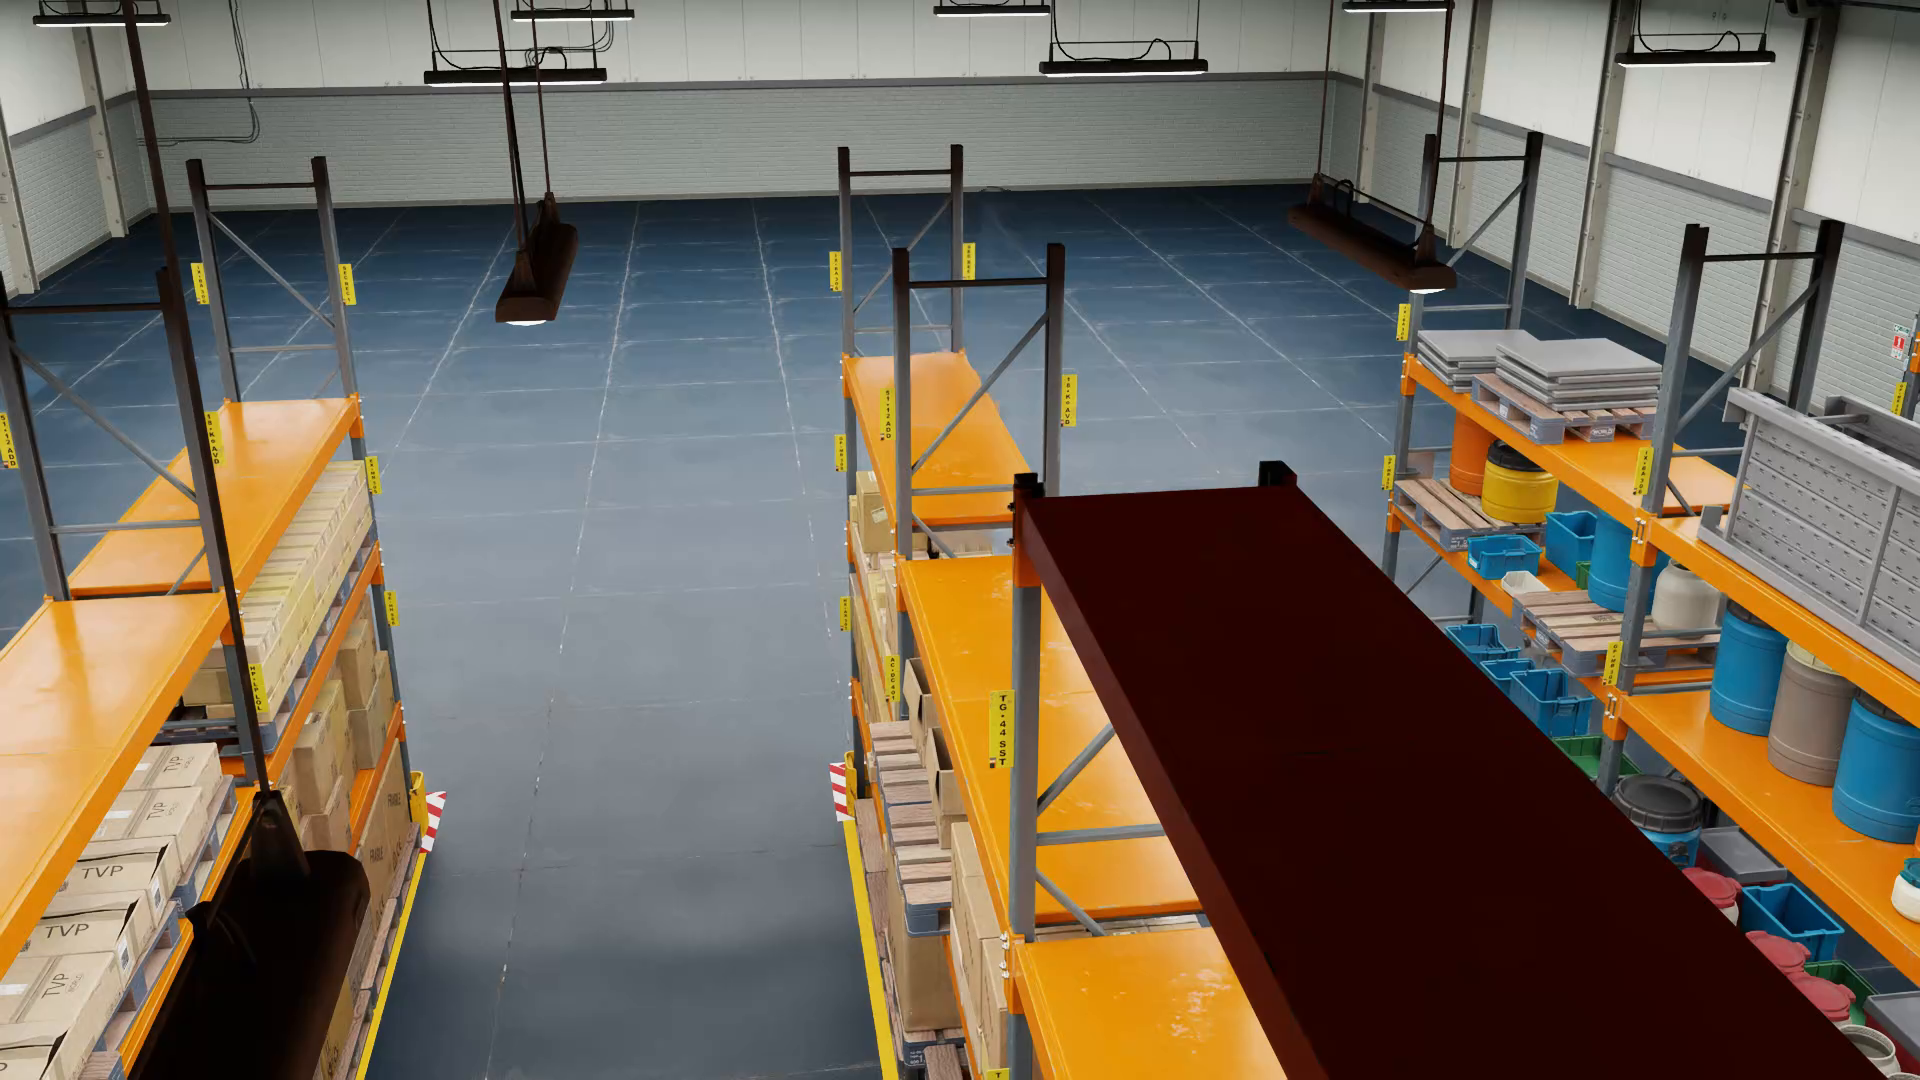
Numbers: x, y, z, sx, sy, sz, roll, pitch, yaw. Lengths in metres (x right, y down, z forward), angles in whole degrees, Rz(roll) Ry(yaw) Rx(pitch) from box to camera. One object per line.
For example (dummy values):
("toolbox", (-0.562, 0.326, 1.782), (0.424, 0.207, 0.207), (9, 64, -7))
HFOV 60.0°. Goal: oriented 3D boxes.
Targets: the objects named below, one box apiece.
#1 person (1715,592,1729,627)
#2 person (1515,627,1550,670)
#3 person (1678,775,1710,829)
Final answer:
("person", (8.225, 0.547, 17.998), (0.913, 1.733, 0.600), (8, 23, 18))
("person", (5.825, 1.064, 16.733), (0.633, 1.679, 0.902), (-10, 24, -23))
("person", (6.247, 2.089, 14.128), (0.569, 1.627, 0.655), (-4, 22, -10))
